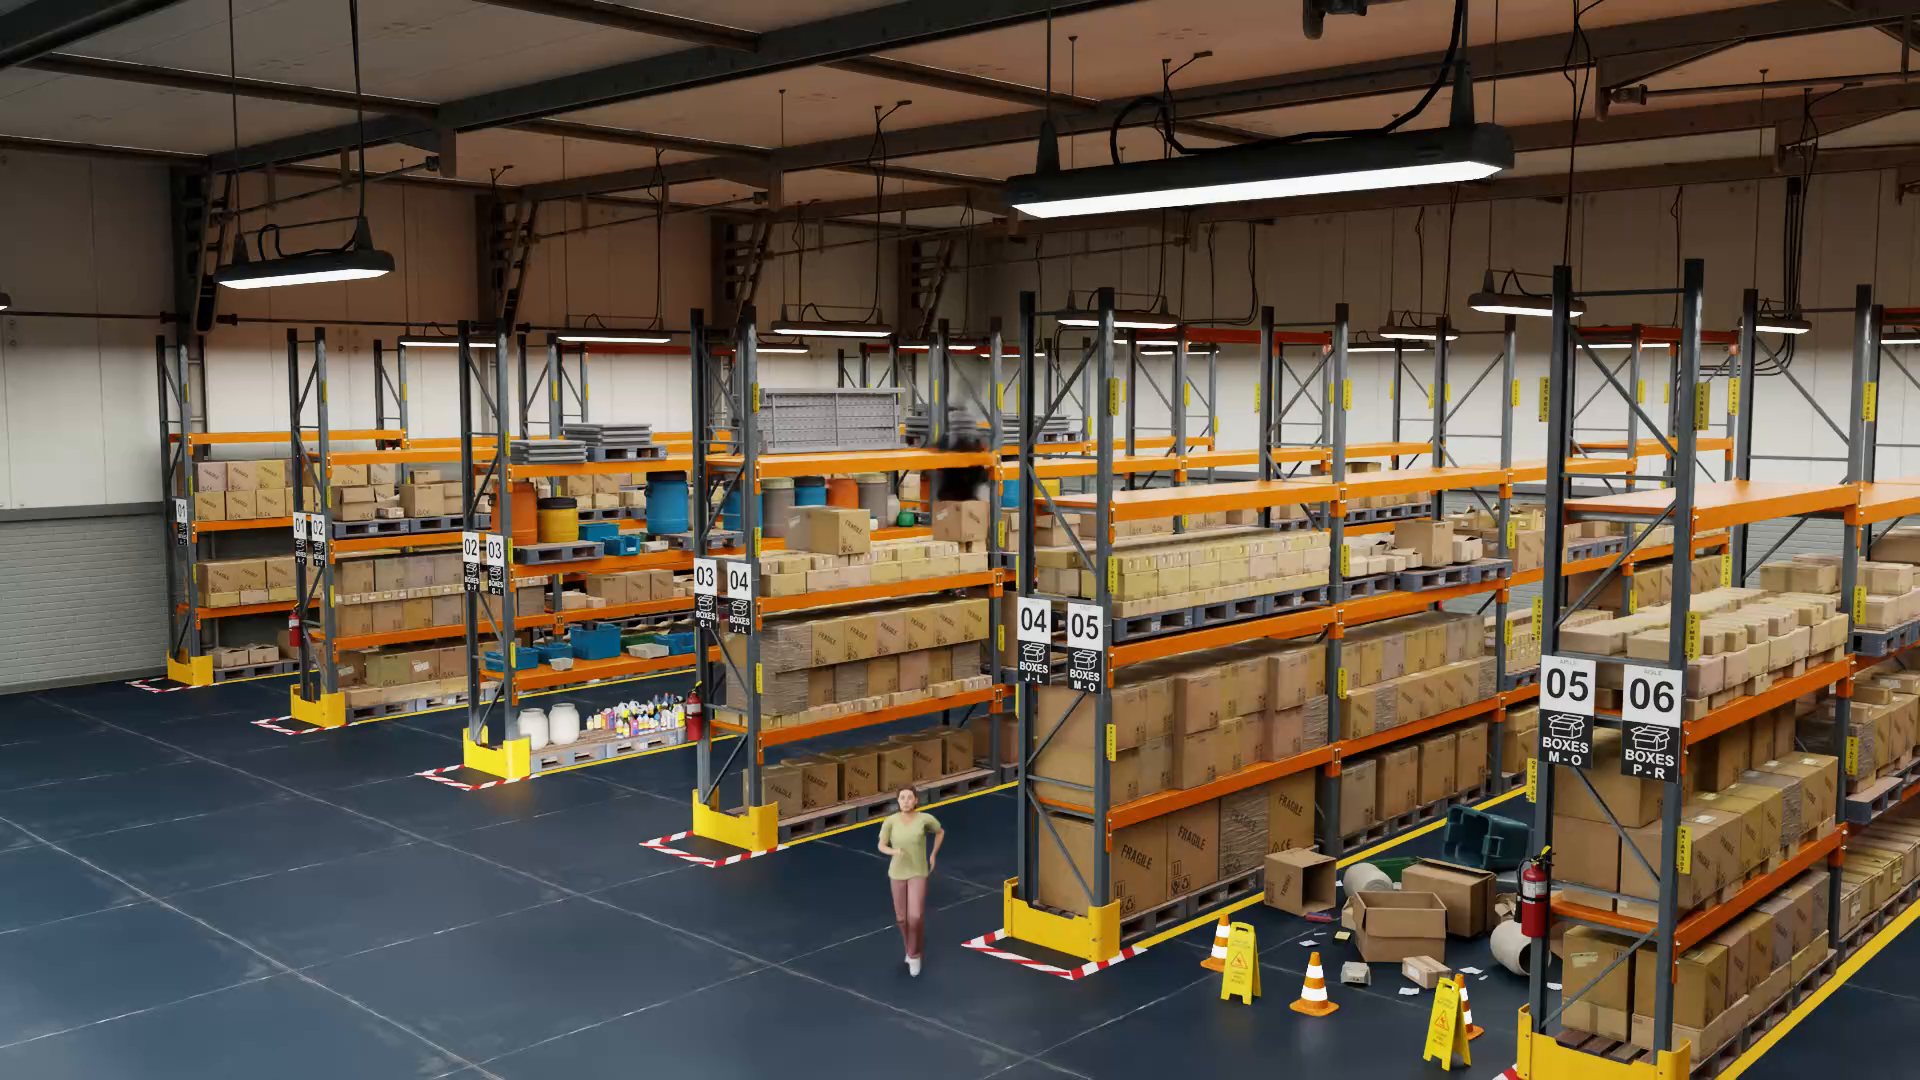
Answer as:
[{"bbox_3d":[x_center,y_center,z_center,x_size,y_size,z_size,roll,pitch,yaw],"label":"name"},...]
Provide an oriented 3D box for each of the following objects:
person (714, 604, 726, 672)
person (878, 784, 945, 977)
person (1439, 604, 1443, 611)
[{"bbox_3d":[-4.056,1.726,27.855,0.579,1.698,0.842,4,7,35],"label":"person"},{"bbox_3d":[-0.448,2.974,14.600,0.551,1.673,0.622,1,5,10],"label":"person"},{"bbox_3d":[7.374,1.842,25.872,0.667,1.768,0.963,4,7,37],"label":"person"}]
